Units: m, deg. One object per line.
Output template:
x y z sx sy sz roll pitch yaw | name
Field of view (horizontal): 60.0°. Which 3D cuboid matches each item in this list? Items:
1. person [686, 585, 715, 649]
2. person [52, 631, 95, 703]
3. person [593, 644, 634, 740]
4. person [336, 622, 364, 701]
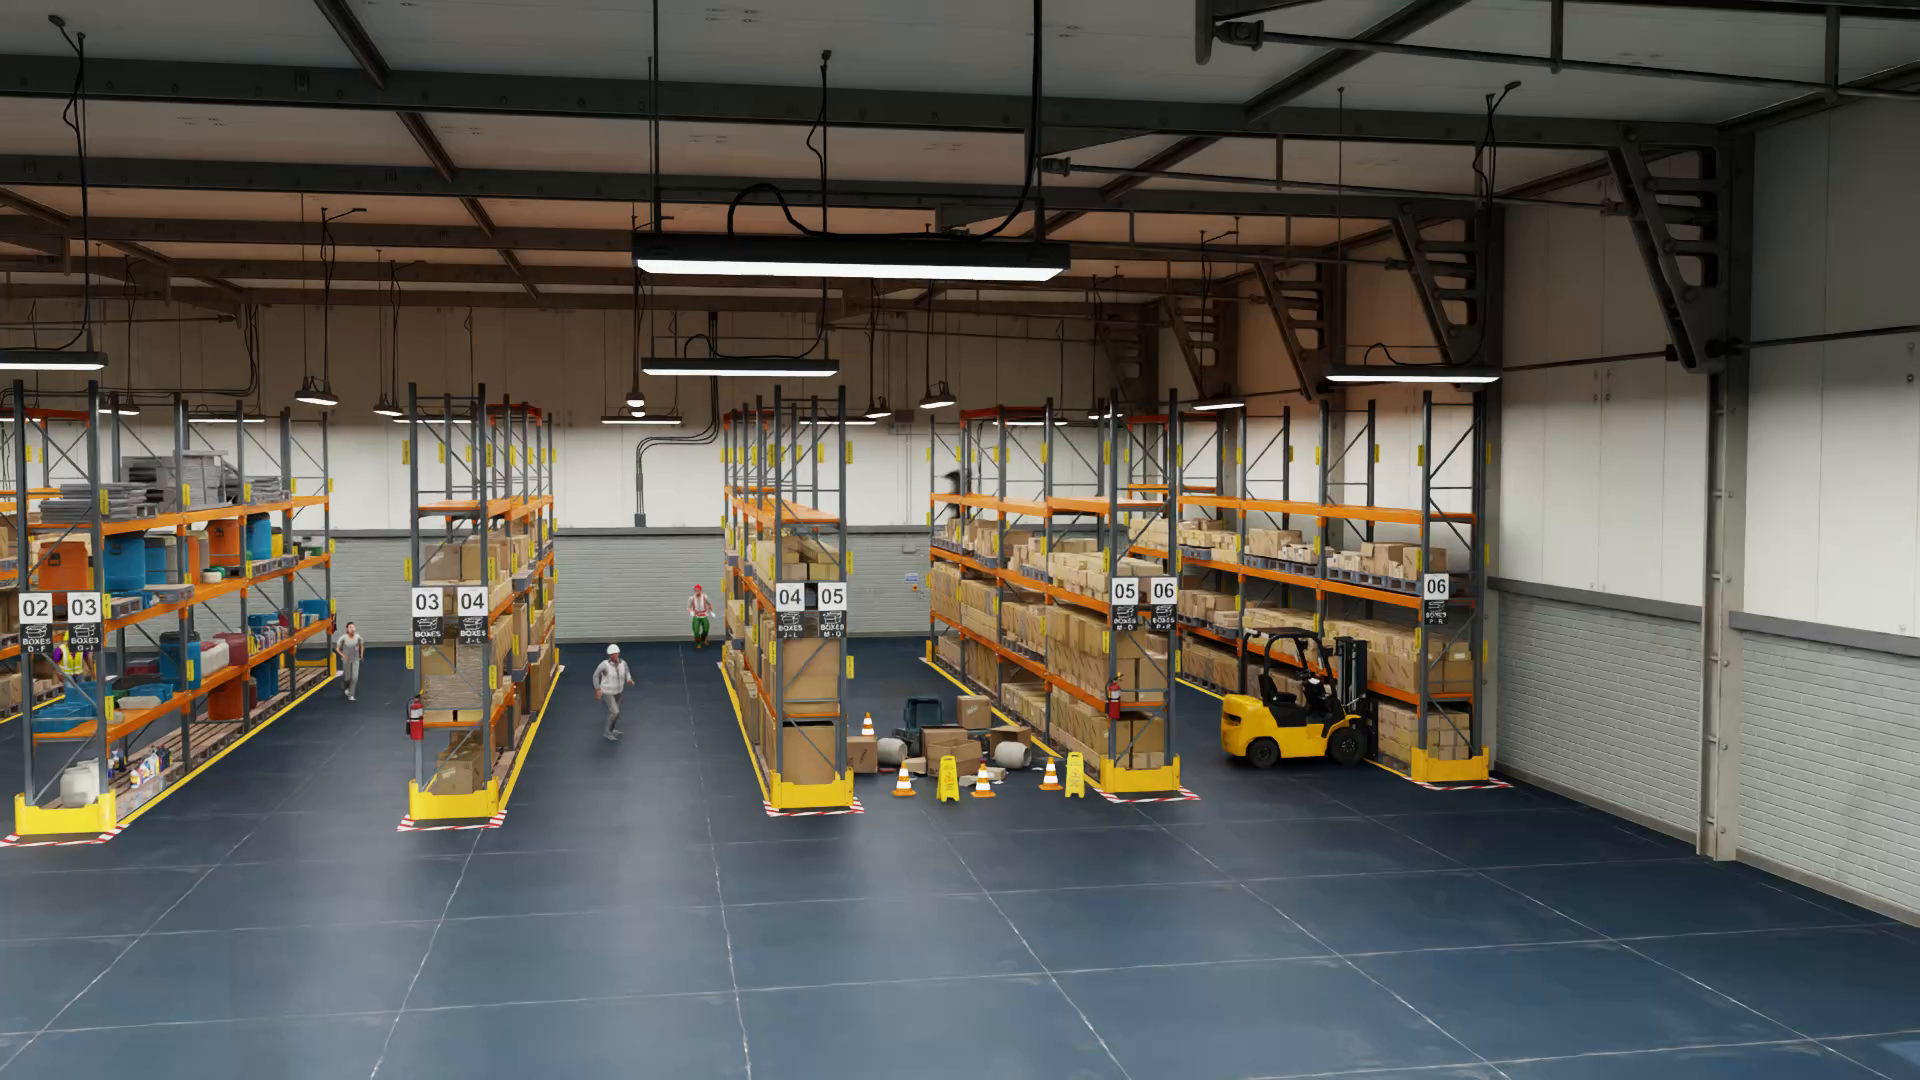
-6.691 1.993 42.931 0.749 1.694 0.793 0 3 -9 | person
-16.914 2.554 31.710 0.610 1.695 0.695 2 4 37 | person
-6.102 2.693 29.394 0.838 1.739 0.664 2 3 32 | person
-12.520 2.481 34.122 0.562 1.606 0.659 -2 3 -30 | person
